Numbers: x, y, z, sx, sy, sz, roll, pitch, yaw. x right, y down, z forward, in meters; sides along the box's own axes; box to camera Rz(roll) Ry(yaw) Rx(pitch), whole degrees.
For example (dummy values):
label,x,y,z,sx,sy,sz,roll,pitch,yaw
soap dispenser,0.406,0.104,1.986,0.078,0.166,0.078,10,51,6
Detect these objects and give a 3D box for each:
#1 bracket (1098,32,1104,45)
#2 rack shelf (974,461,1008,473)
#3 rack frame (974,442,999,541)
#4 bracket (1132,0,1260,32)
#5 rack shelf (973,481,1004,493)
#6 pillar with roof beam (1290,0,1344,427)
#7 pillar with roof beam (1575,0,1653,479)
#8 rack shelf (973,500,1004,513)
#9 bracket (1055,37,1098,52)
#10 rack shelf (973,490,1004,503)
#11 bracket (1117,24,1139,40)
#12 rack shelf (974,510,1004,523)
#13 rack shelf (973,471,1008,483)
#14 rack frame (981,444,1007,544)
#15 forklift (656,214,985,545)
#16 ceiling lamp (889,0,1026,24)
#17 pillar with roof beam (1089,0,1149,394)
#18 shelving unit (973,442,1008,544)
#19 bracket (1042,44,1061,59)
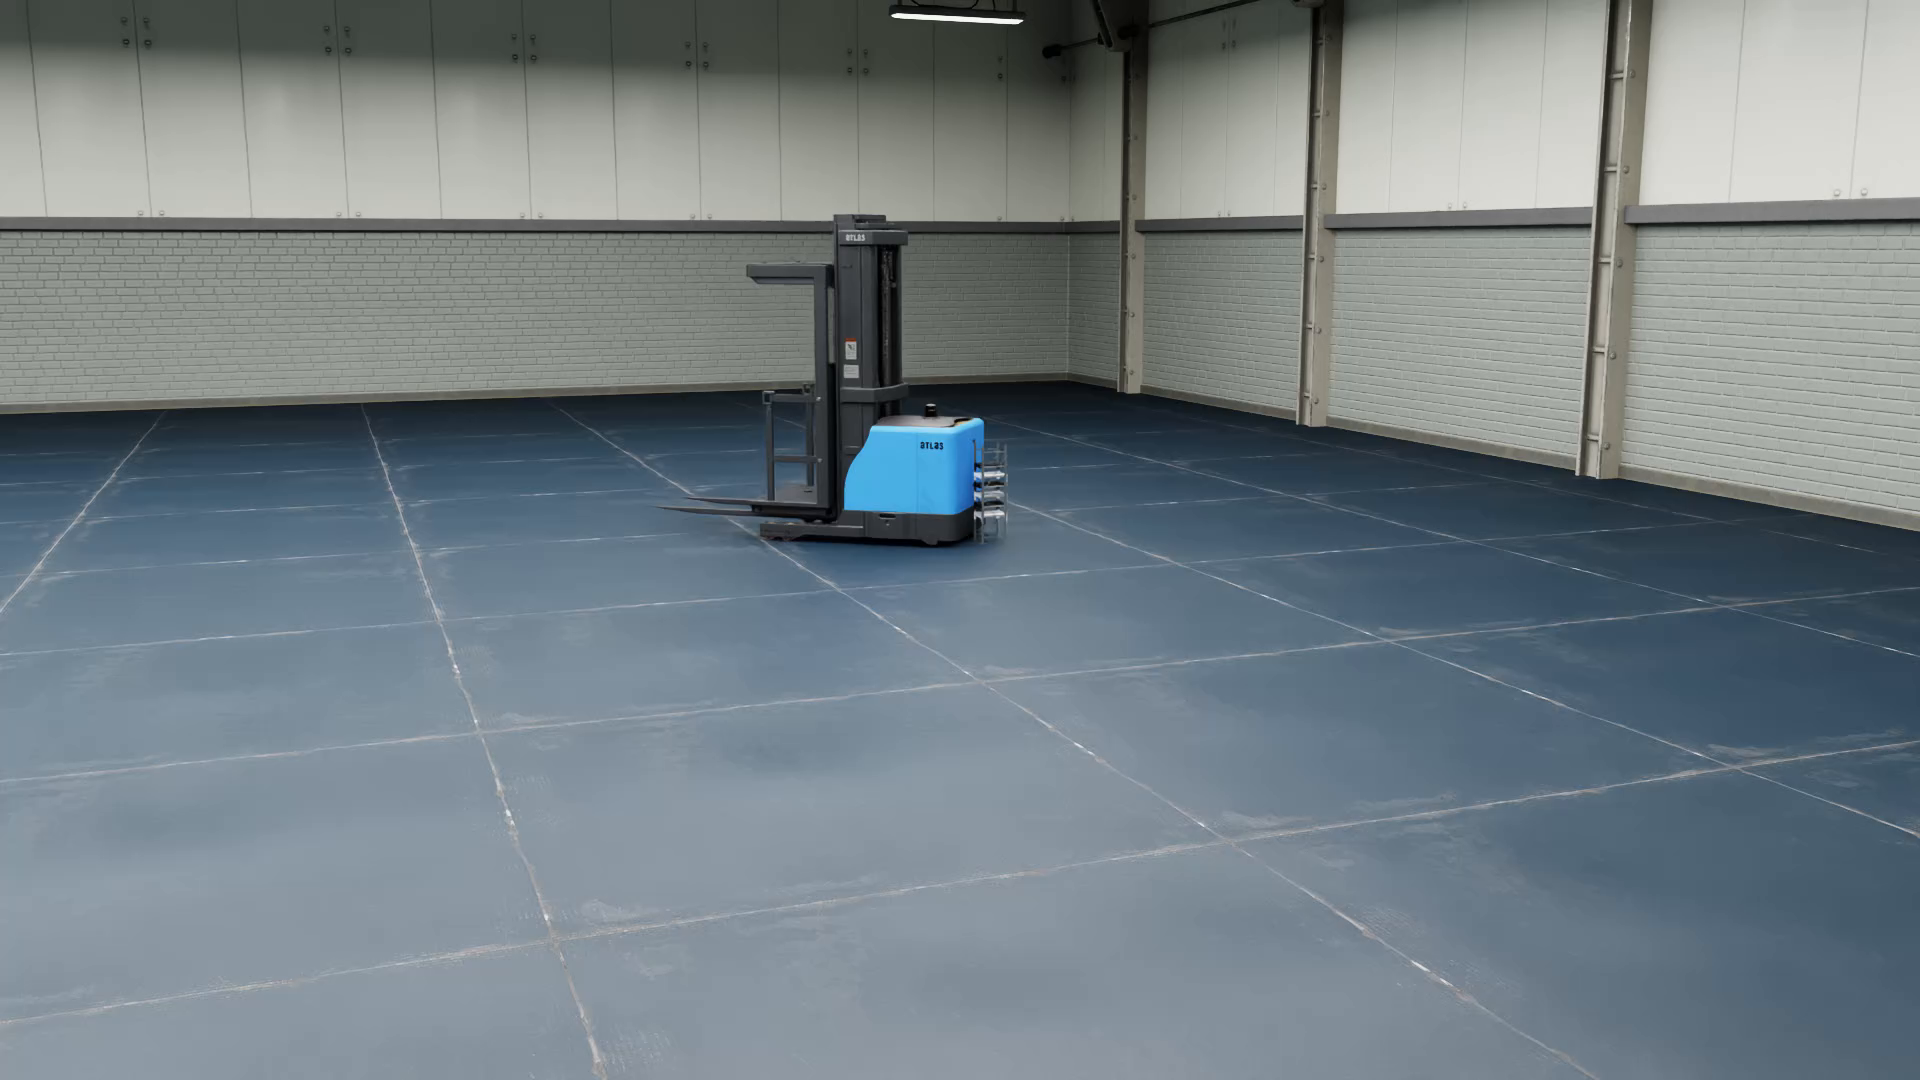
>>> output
label,x,y,z,sx,sy,sz,roll,pitch,yaw
bracket,2.621,-8.951,29.597,0.235,0.232,0.430,-4,11,-21
rack shelf,0.275,-0.660,15.038,0.258,0.077,0.200,-3,11,-19
rack frame,0.241,-0.444,15.174,0.240,0.900,0.006,-3,11,-19
bracket,3.856,-8.395,26.472,0.076,0.066,4.783,-4,11,-21
rack shelf,0.275,-0.483,15.069,0.258,0.077,0.200,-3,11,-19
pillar with roof beam,1.264,-5.881,22.617,9.100,9.000,0.548,-4,11,-21
pillar with roof beam,3.439,-4.902,17.111,9.100,9.000,0.400,-4,11,-21
rack shelf,0.275,-0.305,15.101,0.258,0.077,0.200,-3,11,-19
bracket,1.976,-9.241,31.230,0.076,0.066,3.189,-4,11,-21
rack shelf,0.275,-0.394,15.085,0.258,0.077,0.200,-3,11,-19
bracket,2.922,-8.816,28.836,0.235,0.232,0.430,-4,11,-21
rack shelf,0.275,-0.217,15.117,0.258,0.077,0.200,-3,11,-19
rack shelf,0.275,-0.571,15.054,0.258,0.077,0.200,-3,11,-19
rack frame,0.308,-0.410,14.985,0.240,0.900,0.006,-3,11,-19
forklift,-1.337,-1.519,15.422,3.031,2.935,1.130,3,10,16
ceiling lamp,-0.121,-9.062,23.832,2.000,3.185,0.800,-4,11,-21
pillar with roof beam,-0.910,-6.860,28.123,9.100,9.000,0.548,-4,11,-21
shelving unit,0.275,-0.427,15.079,0.258,0.900,0.210,-3,11,-19
bracket,1.762,-9.338,31.772,0.235,0.232,0.430,-4,11,-21
